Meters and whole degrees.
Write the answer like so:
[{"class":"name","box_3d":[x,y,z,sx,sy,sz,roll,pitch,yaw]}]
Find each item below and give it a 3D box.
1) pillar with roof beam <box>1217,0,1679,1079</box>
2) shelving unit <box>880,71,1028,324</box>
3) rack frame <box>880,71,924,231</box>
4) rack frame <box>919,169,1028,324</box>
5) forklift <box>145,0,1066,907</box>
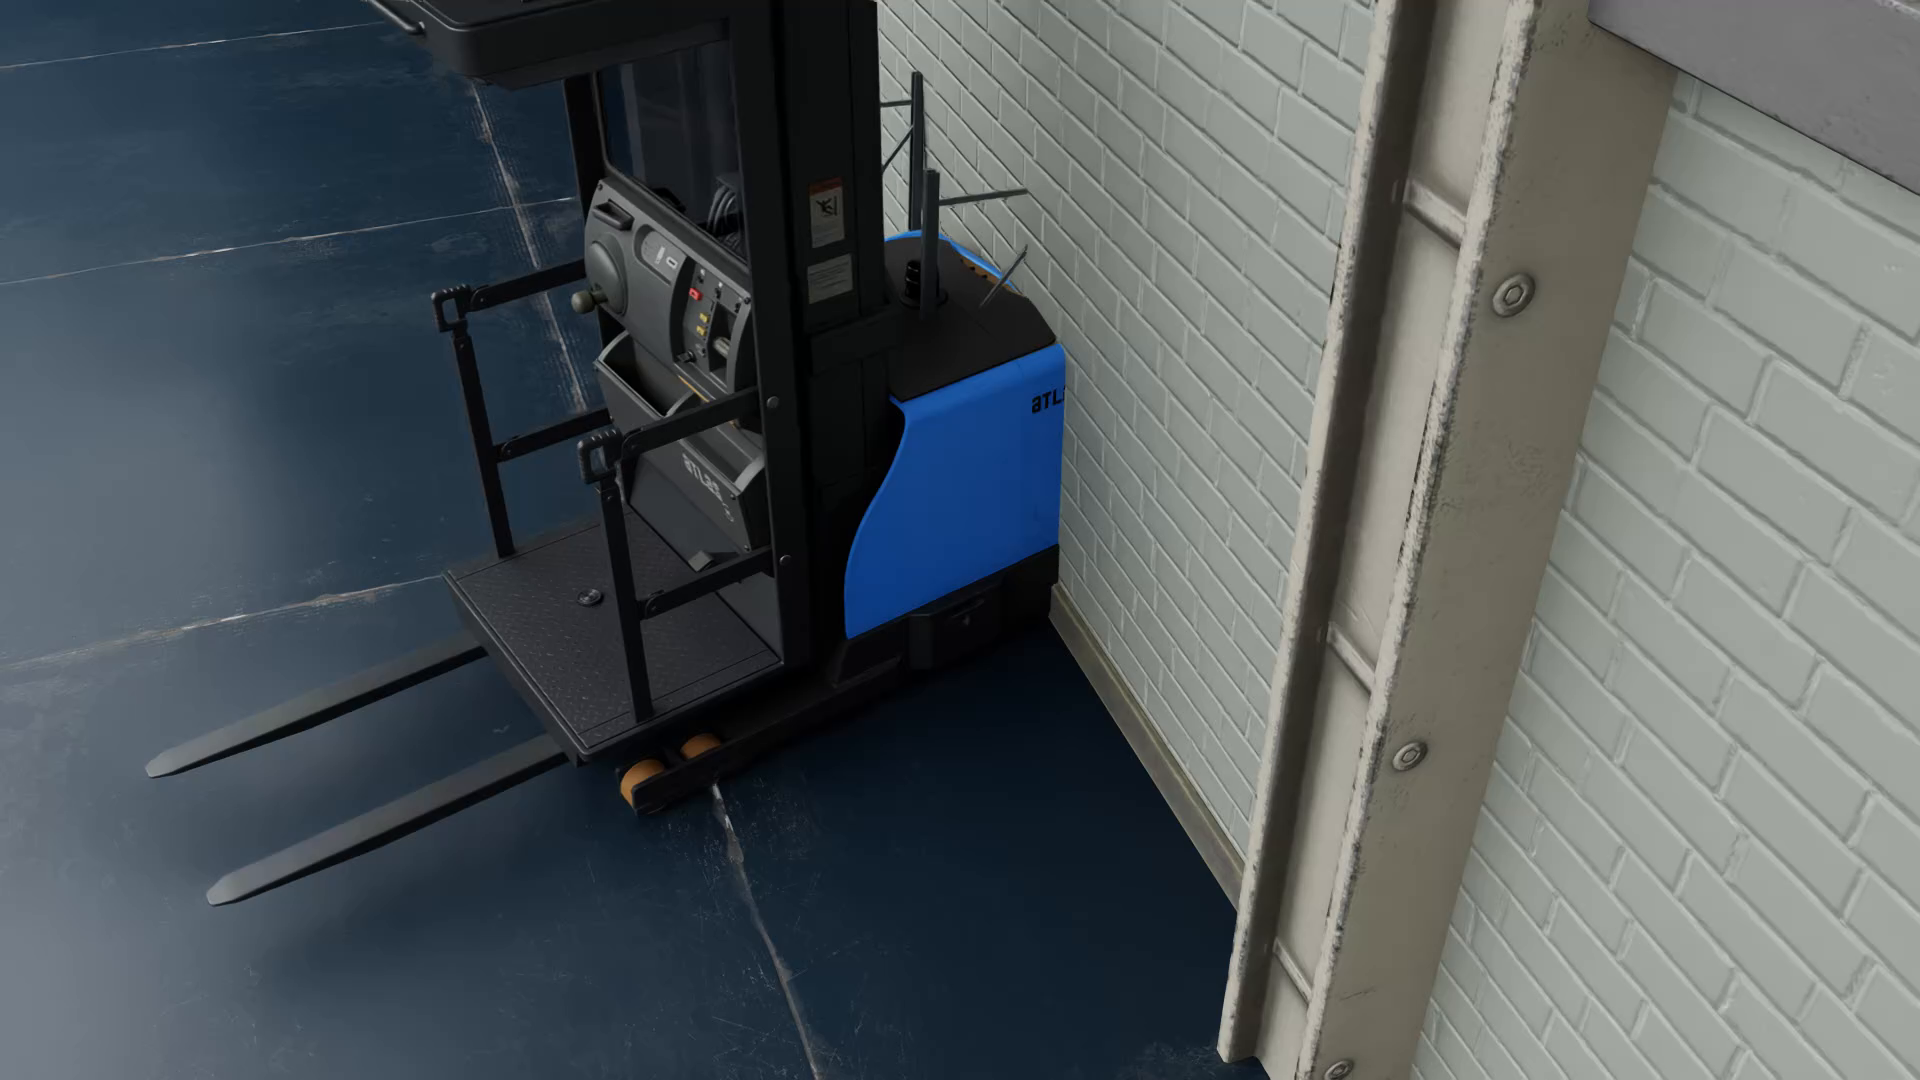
[{"class":"pillar with roof beam","box_3d":[-3.145,-1.267,0.453,9.100,9.000,0.400,-12,39,-16]},{"class":"shelving unit","box_3d":[-0.143,-0.768,5.954,0.587,1.500,1.083,-13,34,-24]},{"class":"rack frame","box_3d":[-0.382,-1.010,6.343,0.500,1.500,0.032,-13,34,-24]},{"class":"rack frame","box_3d":[0.088,-0.533,5.578,0.500,1.500,0.032,-13,34,-24]},{"class":"forklift","box_3d":[-1.024,-0.691,4.731,3.031,2.935,1.130,-24,43,-28]}]
